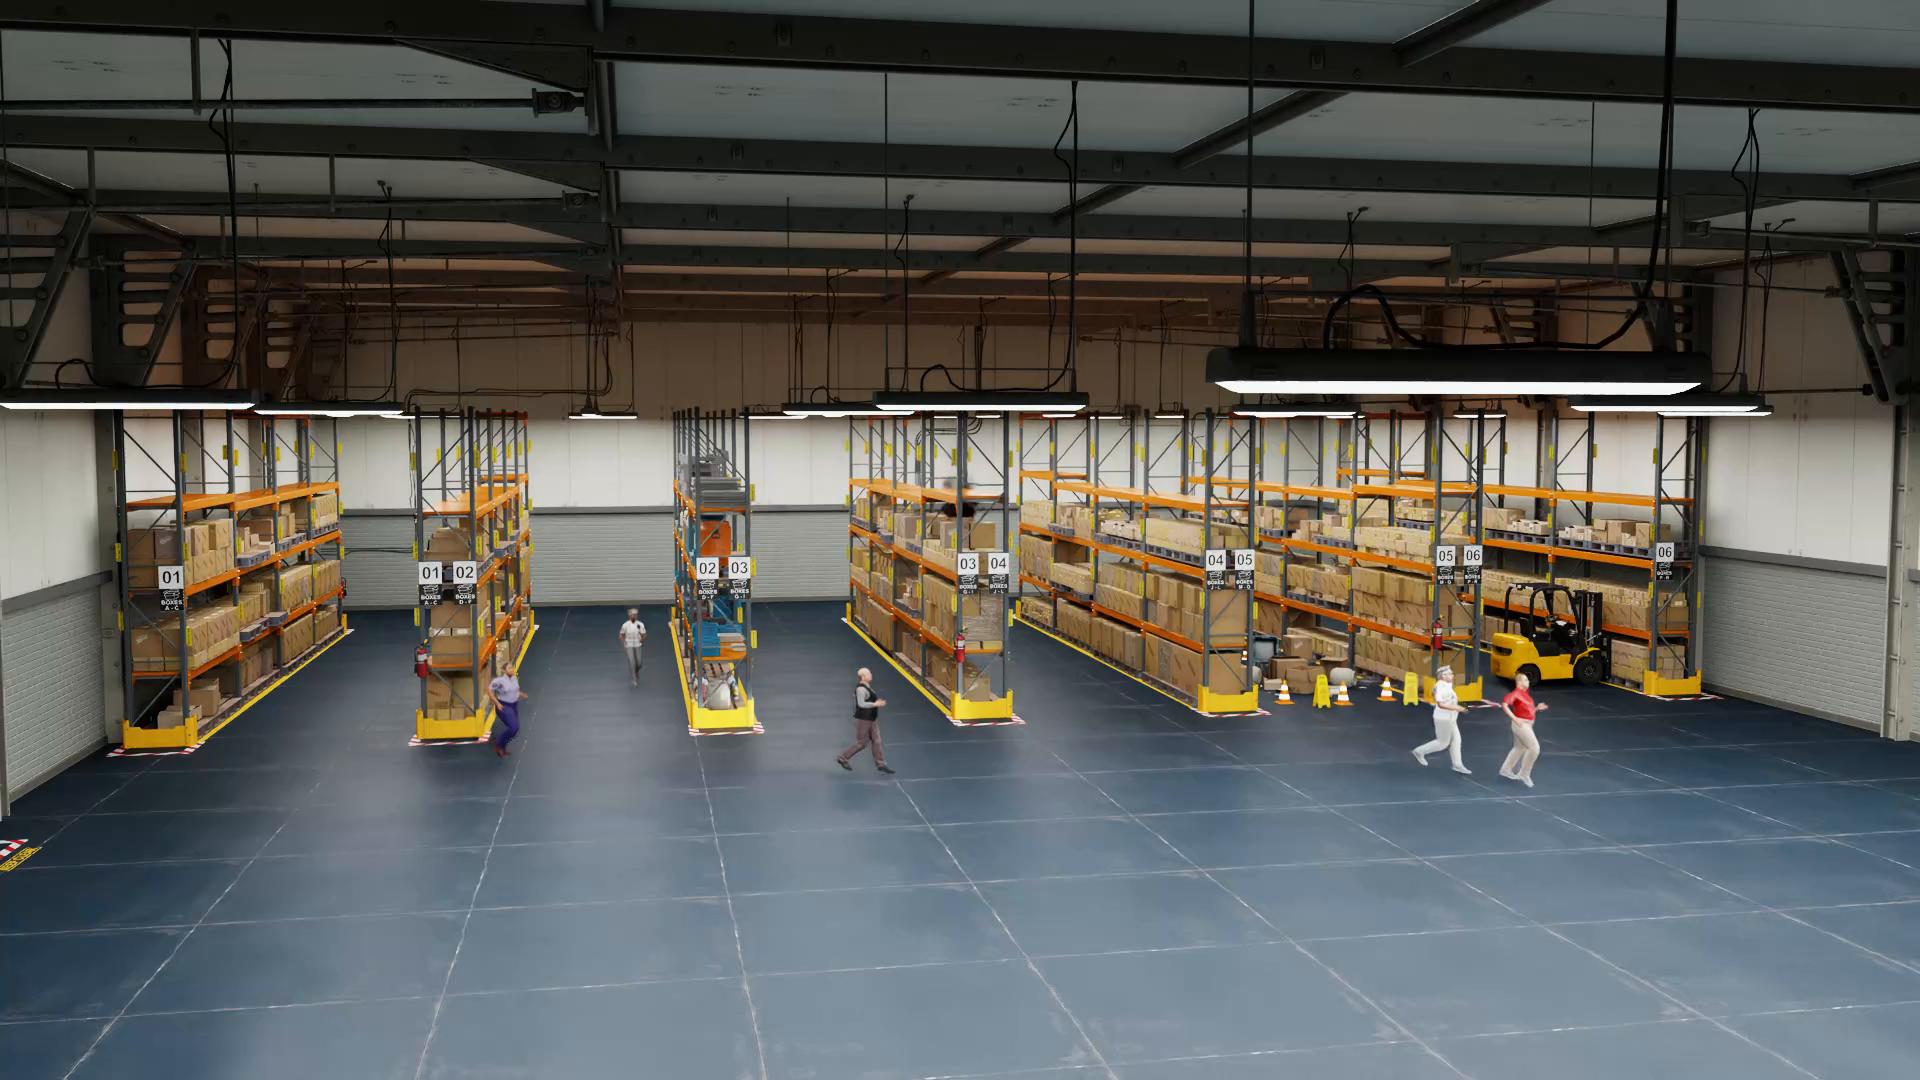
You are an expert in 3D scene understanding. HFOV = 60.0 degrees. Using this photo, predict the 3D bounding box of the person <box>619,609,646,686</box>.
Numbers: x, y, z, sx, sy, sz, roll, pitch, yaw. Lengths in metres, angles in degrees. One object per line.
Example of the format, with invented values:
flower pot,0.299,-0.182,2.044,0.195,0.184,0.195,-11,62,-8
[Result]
person,-7.132,2.318,36.260,0.580,1.650,0.701,-1,4,-17

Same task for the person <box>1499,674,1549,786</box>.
person,8.906,3.007,26.286,0.725,1.790,0.637,2,4,26

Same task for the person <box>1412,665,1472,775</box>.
person,7.898,2.913,27.092,0.892,1.778,0.664,2,4,21

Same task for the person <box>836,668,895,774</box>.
person,-1.527,2.926,26.878,0.950,1.724,0.657,1,4,10

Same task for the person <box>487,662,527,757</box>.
person,-7.693,2.890,28.430,0.592,1.612,0.586,2,4,21
